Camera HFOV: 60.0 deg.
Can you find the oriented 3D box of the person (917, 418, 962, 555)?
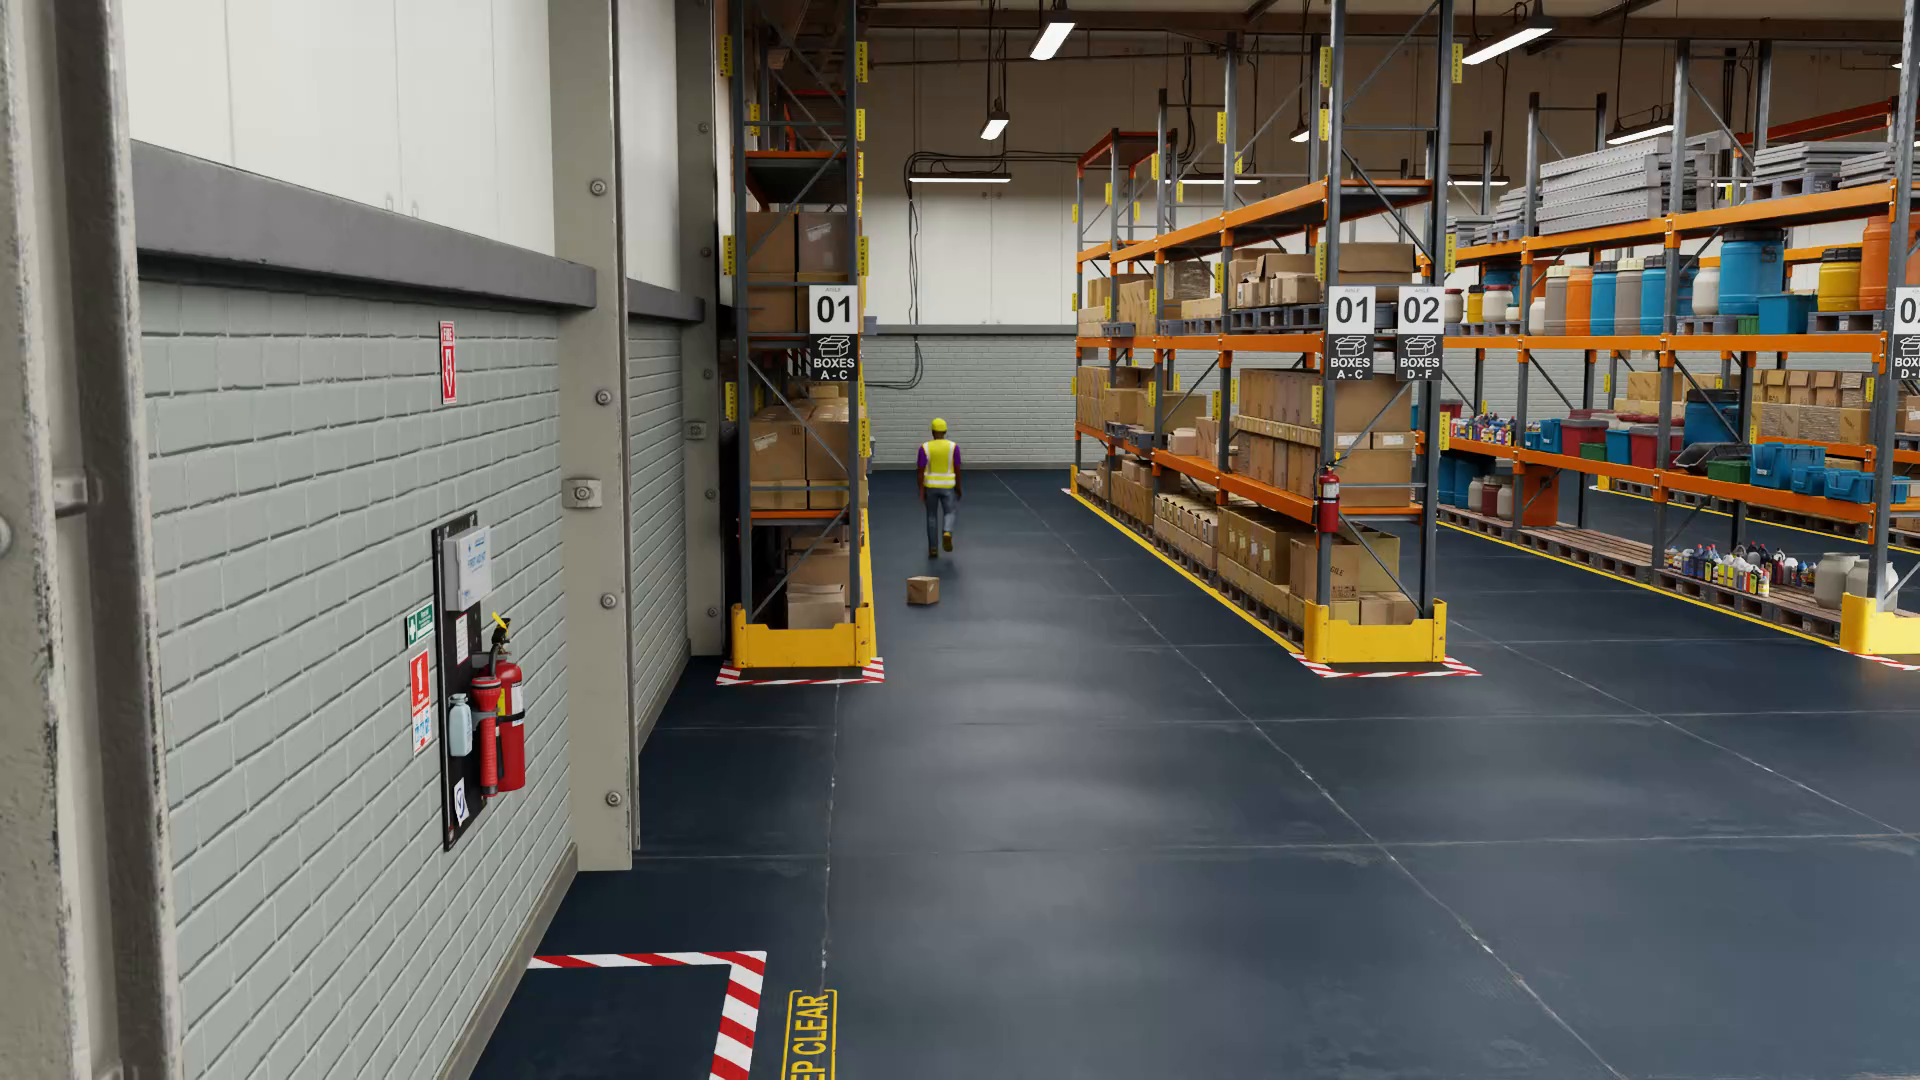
[{"bbox_3d":[-0.260,-0.675,21.187,0.566,1.754,0.706,0,7,0],"label":"person"}]
